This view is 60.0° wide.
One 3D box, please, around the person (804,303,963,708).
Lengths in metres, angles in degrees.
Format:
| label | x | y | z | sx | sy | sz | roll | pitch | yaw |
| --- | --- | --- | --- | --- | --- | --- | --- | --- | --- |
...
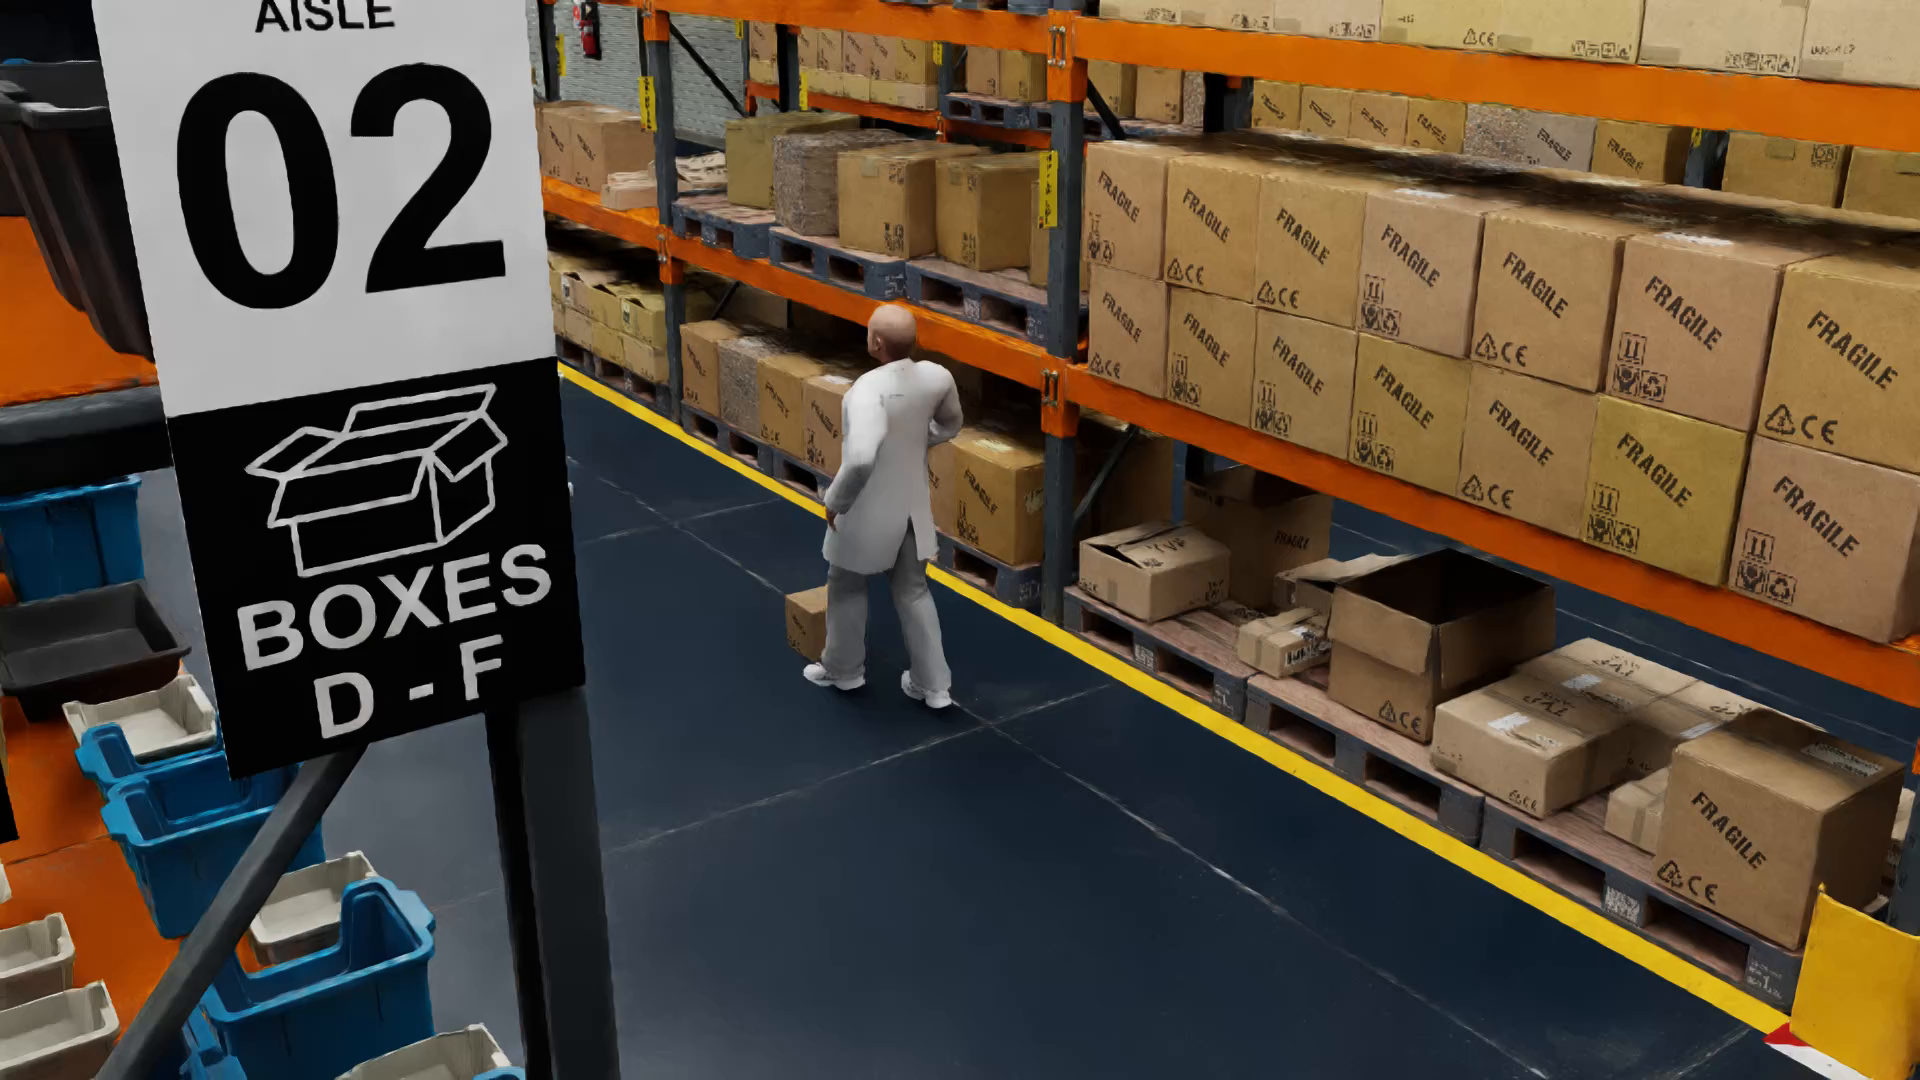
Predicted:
| label | x | y | z | sx | sy | sz | roll | pitch | yaw |
| --- | --- | --- | --- | --- | --- | --- | --- | --- | --- |
| person | -0.383 | -0.141 | 6.990 | 0.787 | 1.791 | 0.760 | 20 | 28 | 41 |
